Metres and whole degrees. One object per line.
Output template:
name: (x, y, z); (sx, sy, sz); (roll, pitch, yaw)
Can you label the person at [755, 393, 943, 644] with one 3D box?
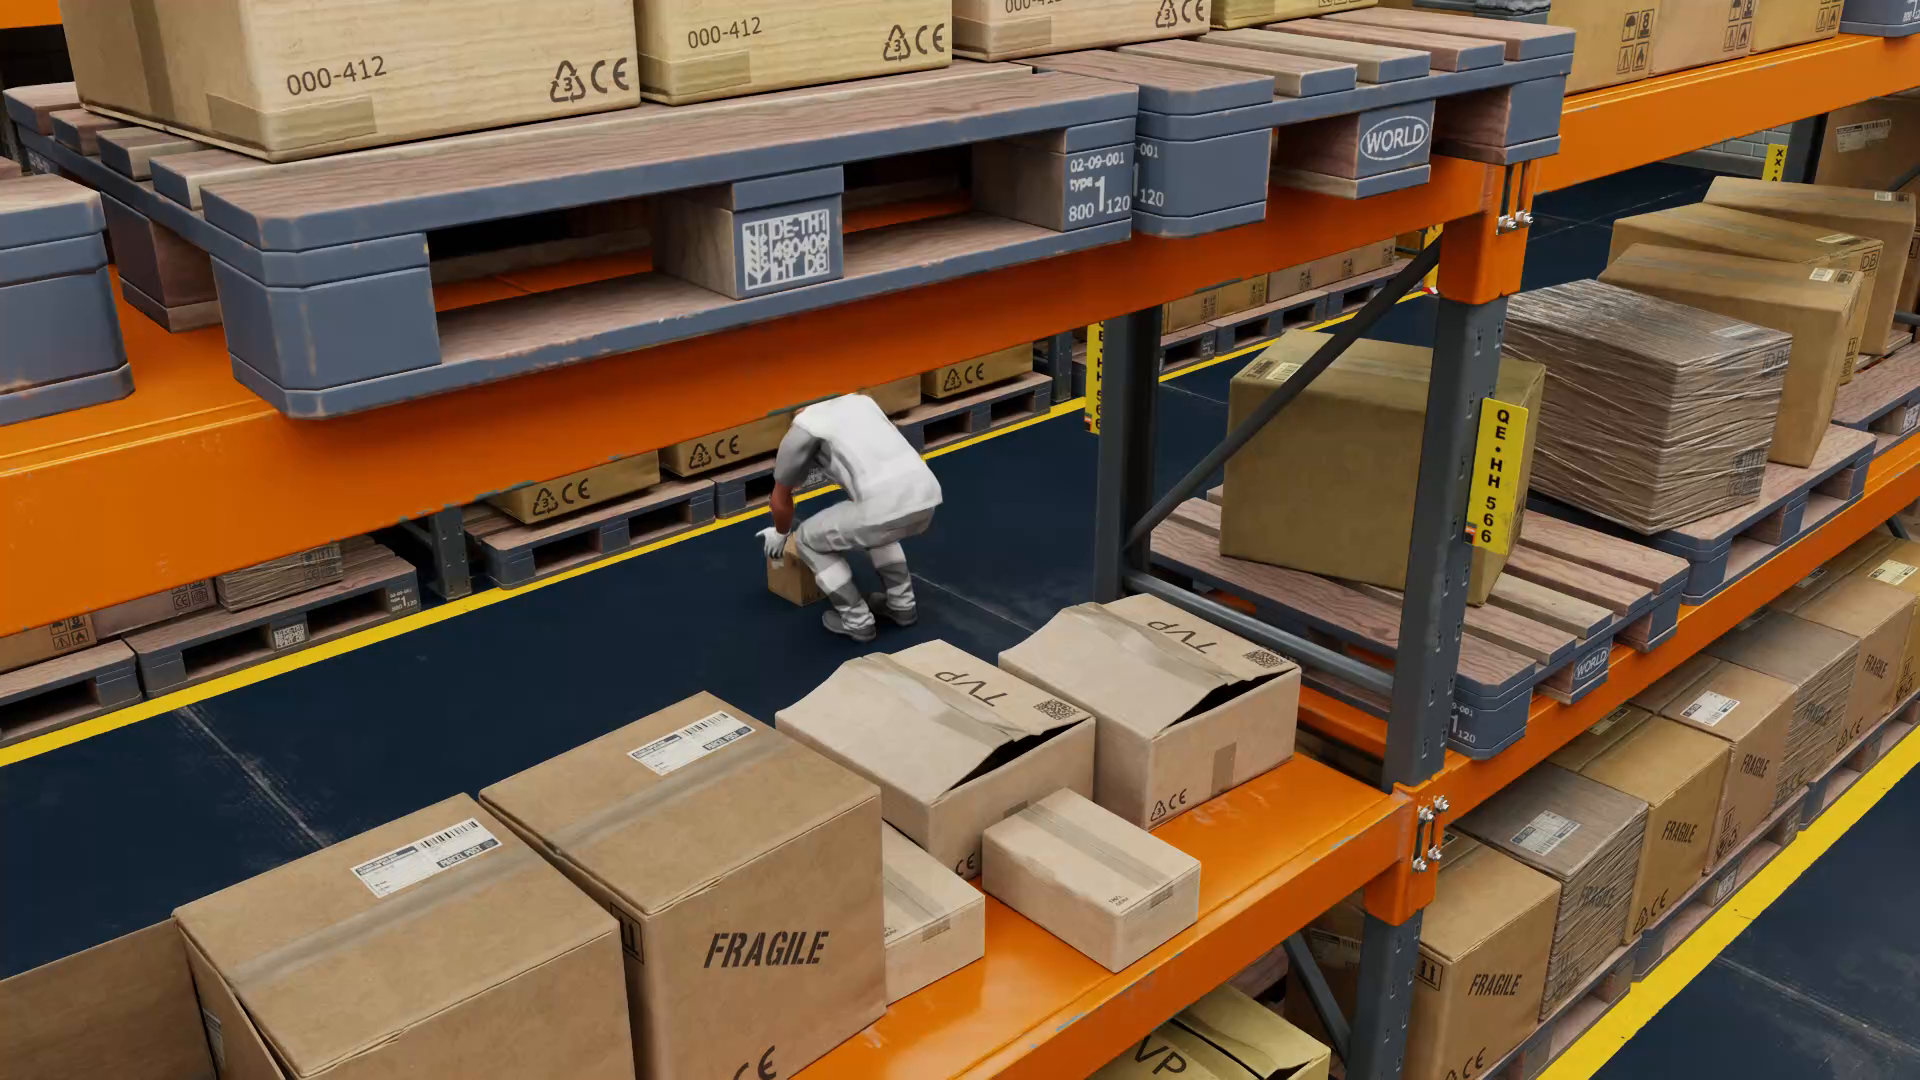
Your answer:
person: (-0.489, -0.162, 7.229); (0.583, 1.144, 0.858); (-21, 32, -39)
